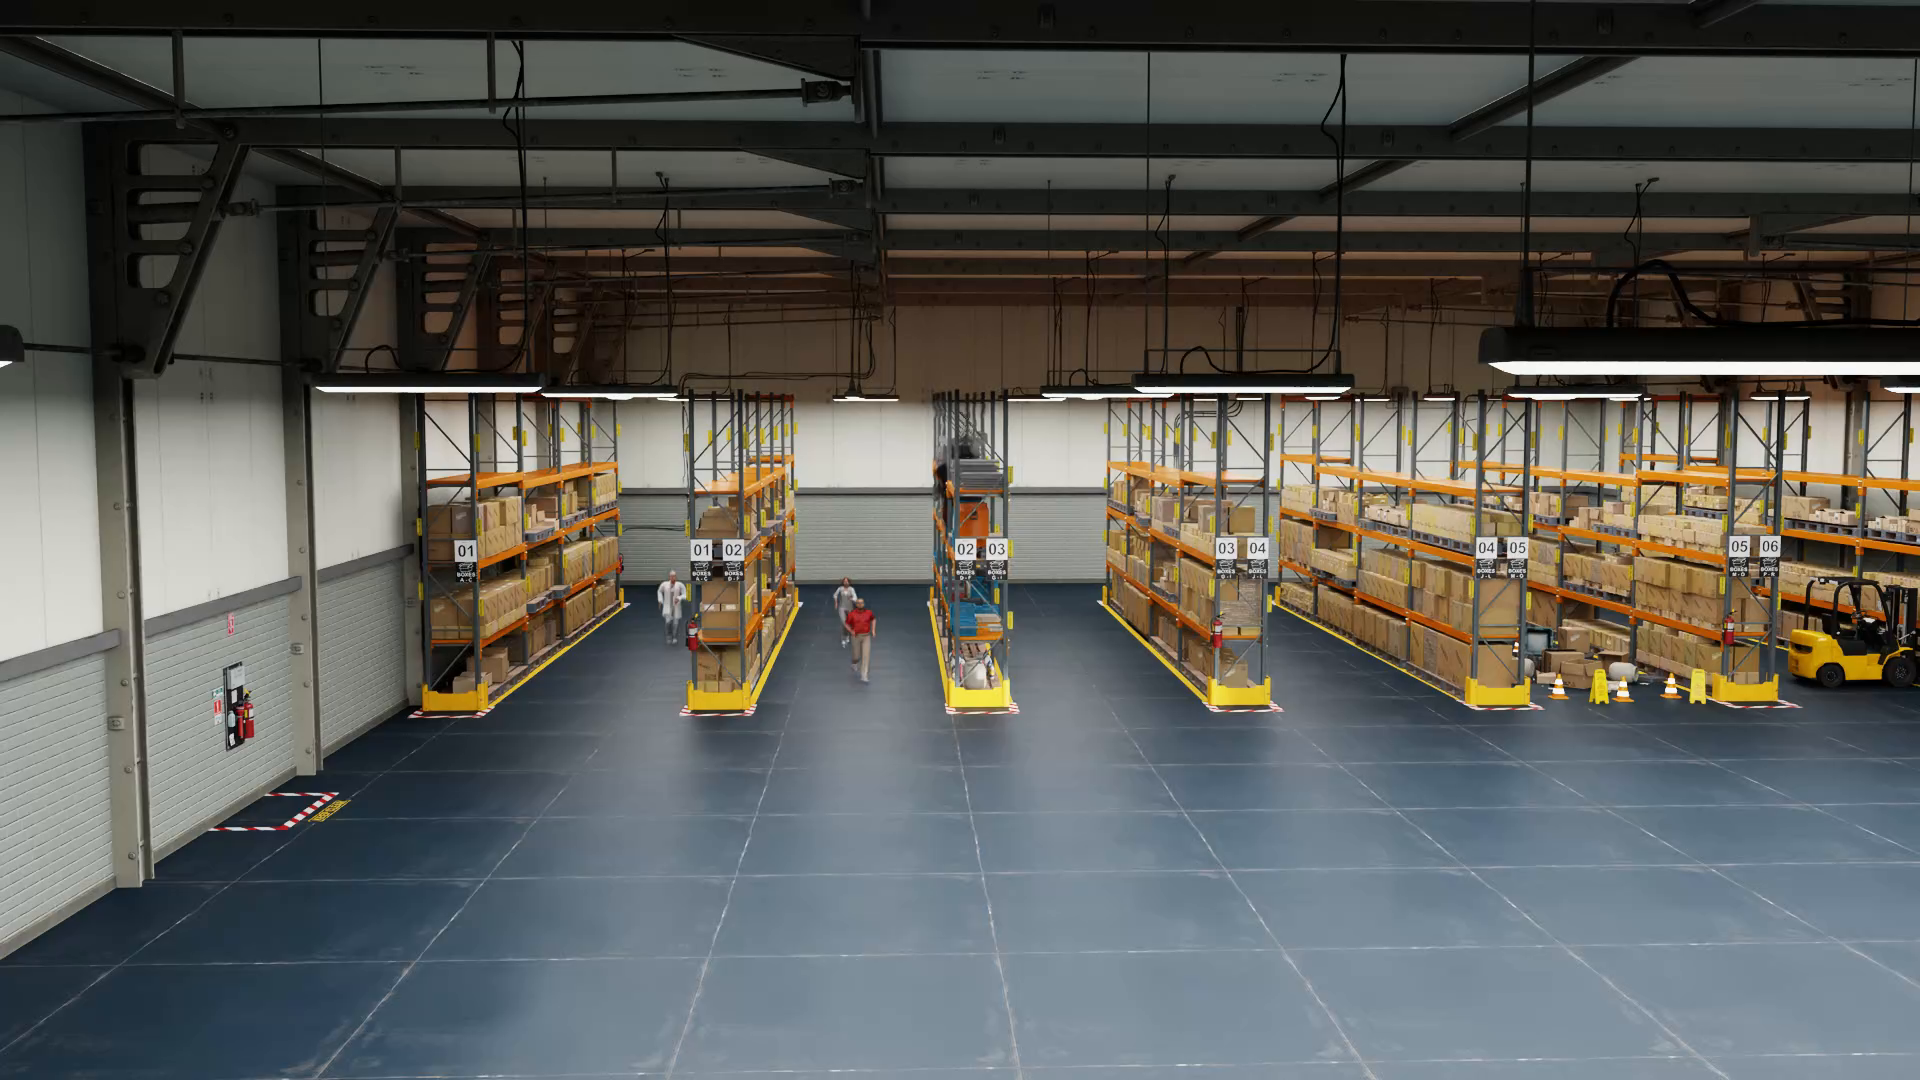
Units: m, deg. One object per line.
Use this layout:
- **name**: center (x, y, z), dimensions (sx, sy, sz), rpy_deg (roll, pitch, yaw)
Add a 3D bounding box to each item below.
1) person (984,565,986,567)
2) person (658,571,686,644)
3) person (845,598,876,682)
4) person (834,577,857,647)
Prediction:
- **person**: center (0.627, 0.803, 49.796), dimensions (0.942, 1.836, 0.696), rpy_deg (1, 5, 11)
- **person**: center (-6.840, 1.618, 39.521), dimensions (0.678, 1.745, 0.808), rpy_deg (-1, 5, -10)
- **person**: center (-2.055, 2.062, 34.642), dimensions (0.677, 1.699, 0.895), rpy_deg (-1, 5, -13)
- **person**: center (-2.719, 1.693, 39.550), dimensions (0.510, 1.642, 0.733), rpy_deg (-1, 5, -12)
